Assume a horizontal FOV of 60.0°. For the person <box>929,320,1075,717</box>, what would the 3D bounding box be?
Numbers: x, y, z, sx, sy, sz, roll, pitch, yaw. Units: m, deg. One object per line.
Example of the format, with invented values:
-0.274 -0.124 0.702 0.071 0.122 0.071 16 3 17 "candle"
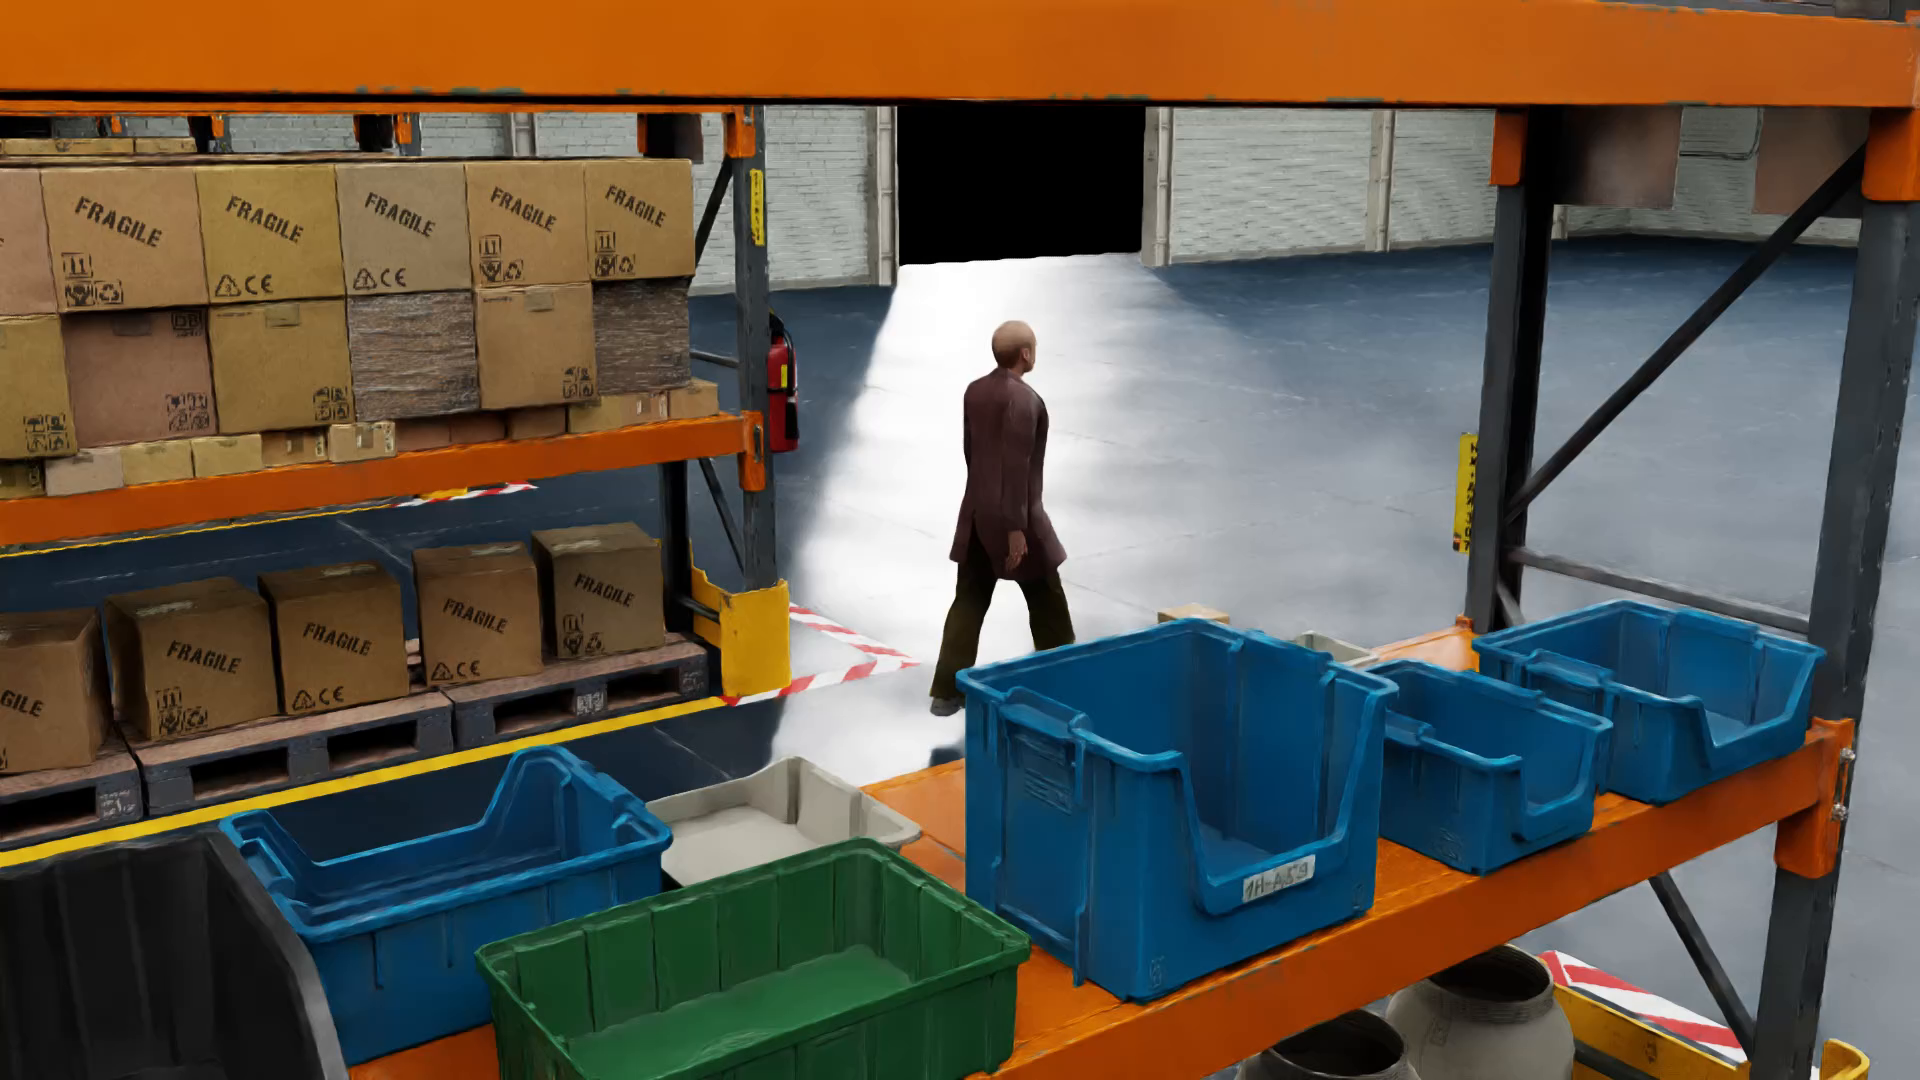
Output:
0.253 -0.114 7.436 0.889 1.748 0.614 -10 17 -33 "person"
